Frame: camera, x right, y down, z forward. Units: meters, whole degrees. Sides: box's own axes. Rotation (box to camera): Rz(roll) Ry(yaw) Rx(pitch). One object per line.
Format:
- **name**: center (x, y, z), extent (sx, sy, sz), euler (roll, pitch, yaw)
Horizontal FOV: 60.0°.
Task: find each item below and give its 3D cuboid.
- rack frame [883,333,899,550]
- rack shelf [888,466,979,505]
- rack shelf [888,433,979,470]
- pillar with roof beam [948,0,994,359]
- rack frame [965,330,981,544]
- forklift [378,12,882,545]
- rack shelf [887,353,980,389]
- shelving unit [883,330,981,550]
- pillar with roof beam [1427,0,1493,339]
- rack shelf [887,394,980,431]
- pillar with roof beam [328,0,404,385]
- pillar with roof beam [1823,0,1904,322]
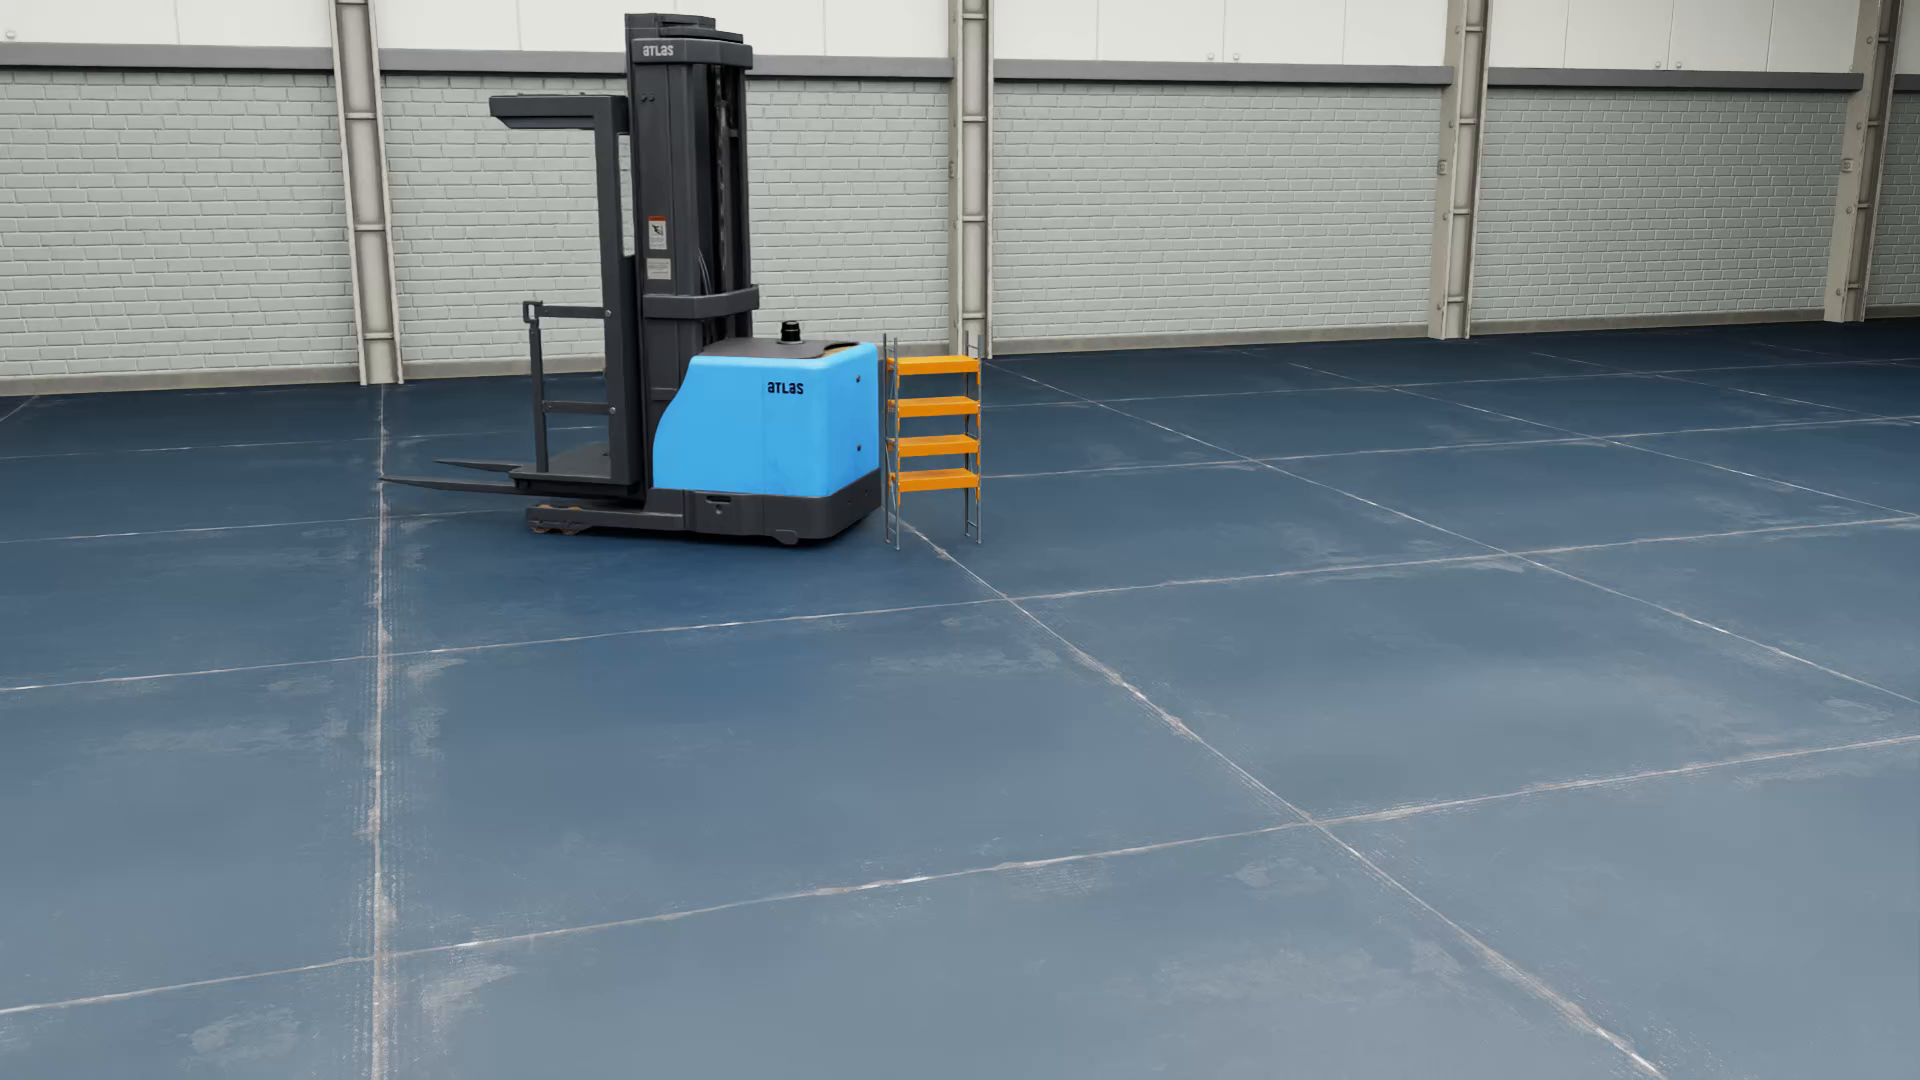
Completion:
- **rack frame**: center (-0.388, -0.553, 9.377), extent (0.015, 1.200, 0.240), euler (-4, 14, -18)
- **rack shelf**: center (-0.157, -0.313, 9.514), extent (0.480, 0.148, 0.258), euler (-4, 14, -18)
- **rack shelf**: center (-0.157, -0.506, 9.468), extent (0.480, 0.148, 0.258), euler (-4, 14, -18)
- **pillar with roof beam**: center (1.485, -5.400, 12.898), extent (0.400, 9.000, 9.100), euler (-4, 14, -18)
- **rack frame**: center (0.074, -0.590, 9.528), extent (0.015, 1.200, 0.240), euler (-4, 14, -18)
- **forklift**: center (-2.058, -1.568, 9.901), extent (3.031, 2.935, 1.130), euler (4, 14, 16)
- **rack shelf**: center (-0.157, -0.954, 9.362), extent (0.480, 0.148, 0.258), euler (-4, 14, -18)
- **shelving unit**: center (-0.157, -0.571, 9.453), extent (0.503, 1.200, 0.258), euler (-4, 14, -18)
- **pillar with roof beam**: center (7.172, -5.843, 14.759), extent (0.400, 9.000, 9.100), euler (-4, 14, -18)
- **rack shelf**: center (-0.157, -0.724, 9.416), extent (0.480, 0.148, 0.258), euler (-4, 14, -18)
- **pillar with roof beam**: center (-4.201, -4.957, 11.036), extent (0.400, 9.000, 9.100), euler (-4, 14, -18)
- **pillar with roof beam**: center (12.859, -6.285, 16.621), extent (0.400, 9.000, 9.100), euler (-4, 14, -18)
